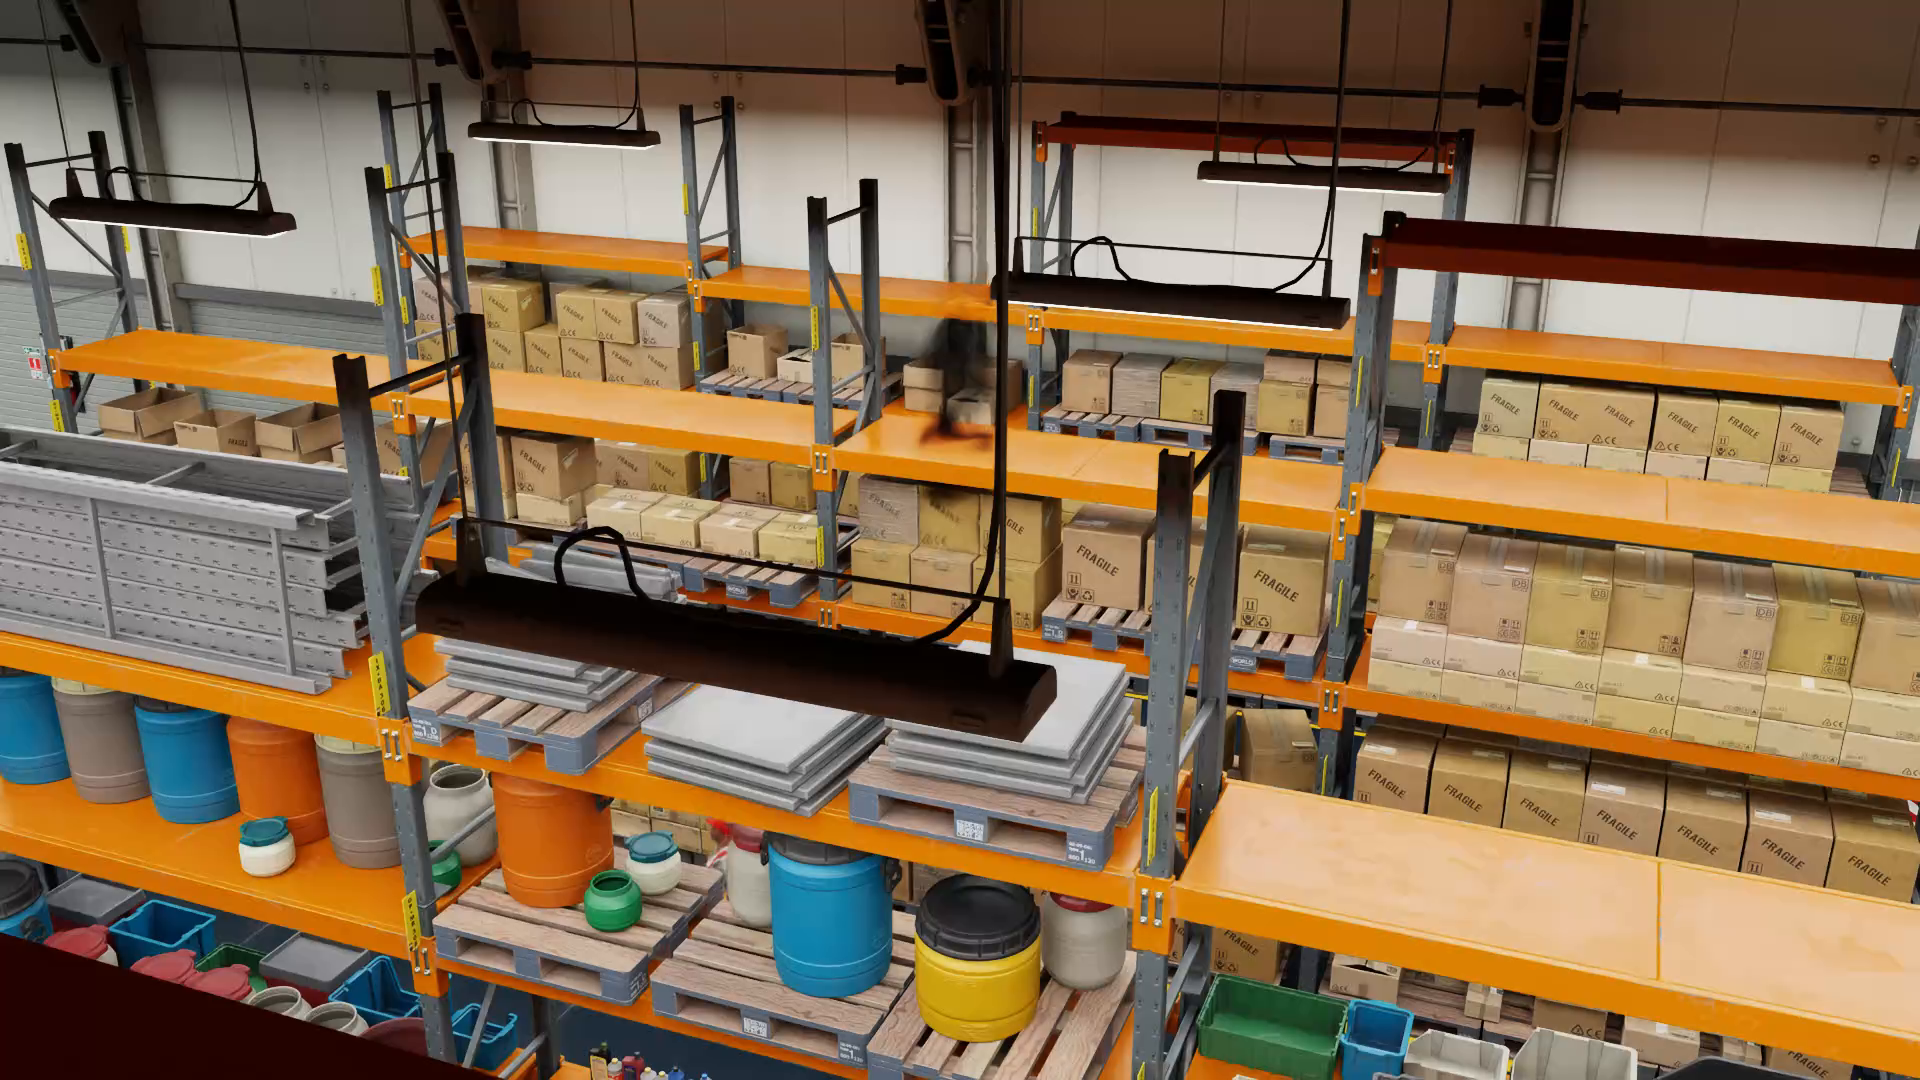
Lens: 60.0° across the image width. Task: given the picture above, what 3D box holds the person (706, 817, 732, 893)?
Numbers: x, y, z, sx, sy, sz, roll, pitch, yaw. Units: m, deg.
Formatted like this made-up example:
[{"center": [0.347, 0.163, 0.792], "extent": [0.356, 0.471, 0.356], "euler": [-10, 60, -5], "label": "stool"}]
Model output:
[{"center": [-1.712, 2.816, 12.534], "extent": [0.863, 1.771, 0.658], "euler": [2, 21, 6], "label": "person"}]
